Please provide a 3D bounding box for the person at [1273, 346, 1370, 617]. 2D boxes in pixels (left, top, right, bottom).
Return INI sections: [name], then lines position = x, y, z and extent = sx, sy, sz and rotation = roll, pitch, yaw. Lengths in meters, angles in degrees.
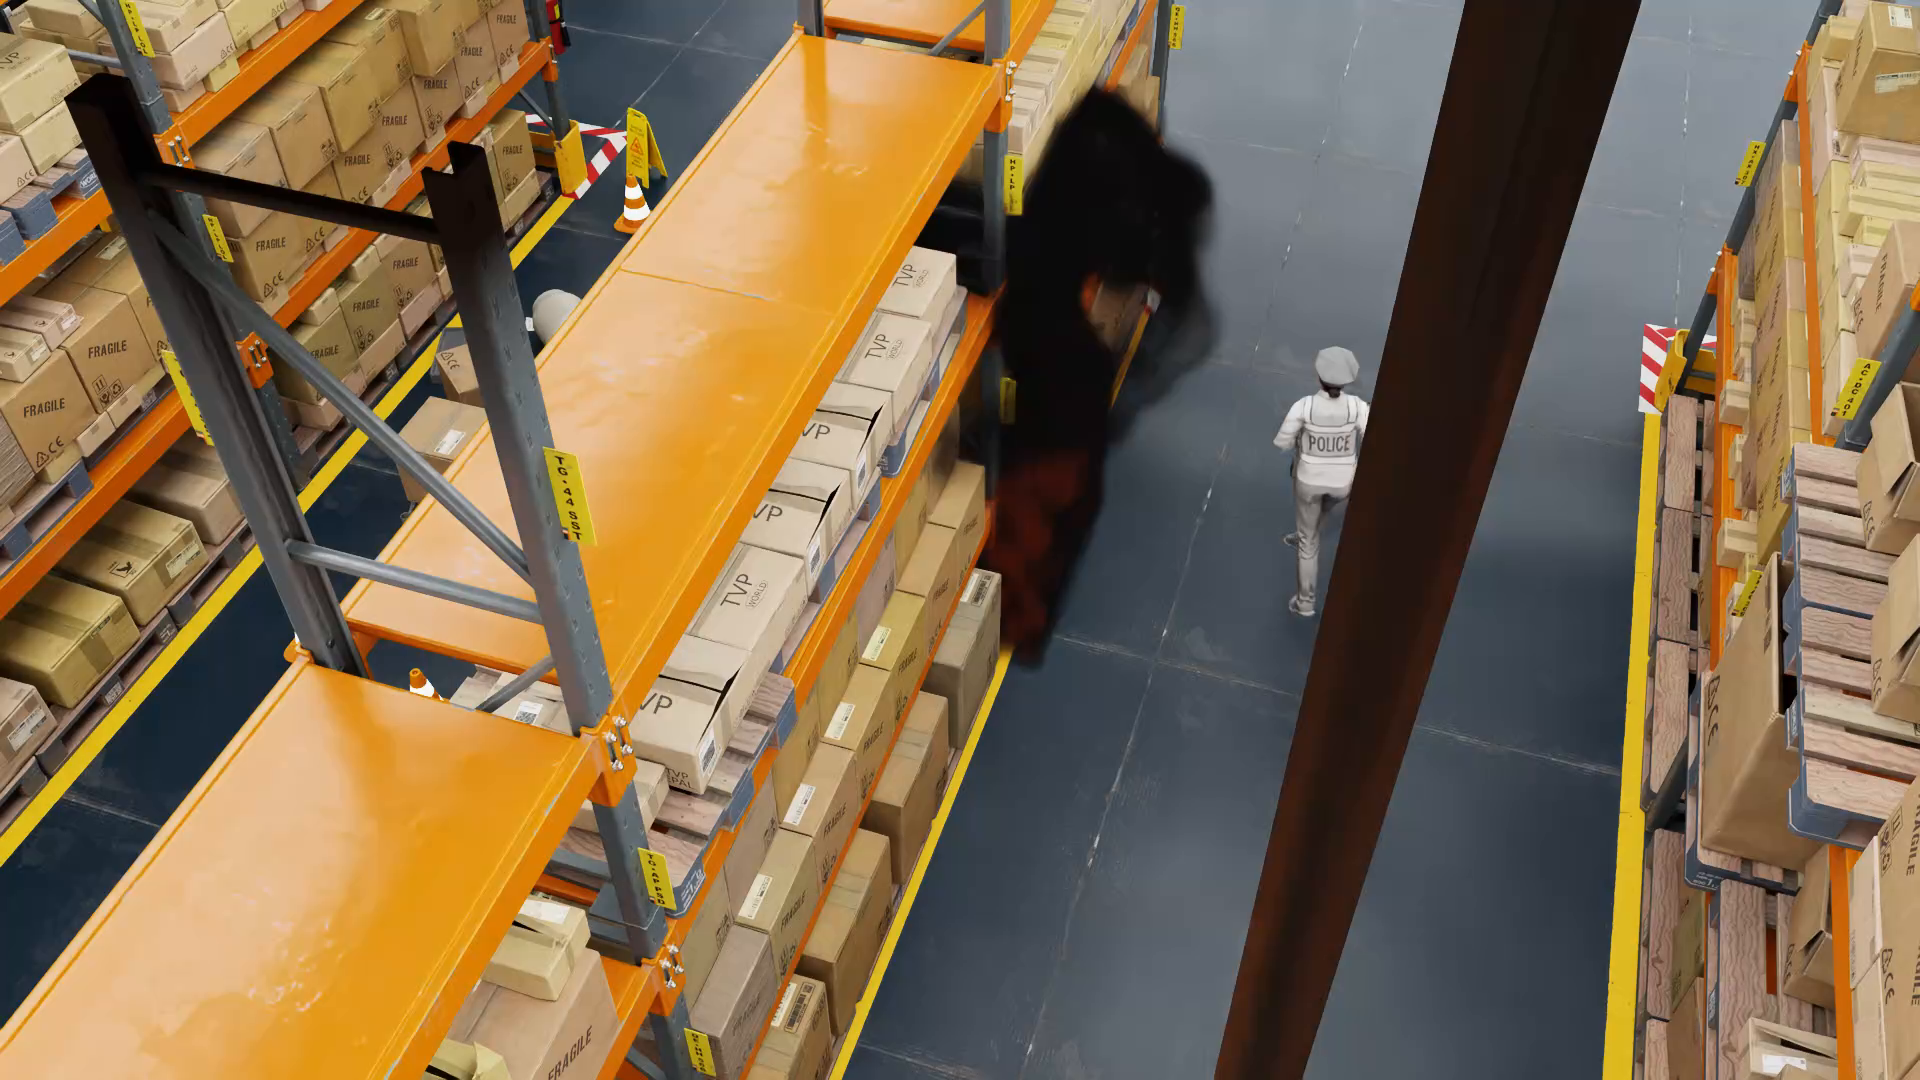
[person]
position = 2.139, -0.316, 9.885
extent = 0.615, 1.720, 0.843
rotation = 1, 46, 1
